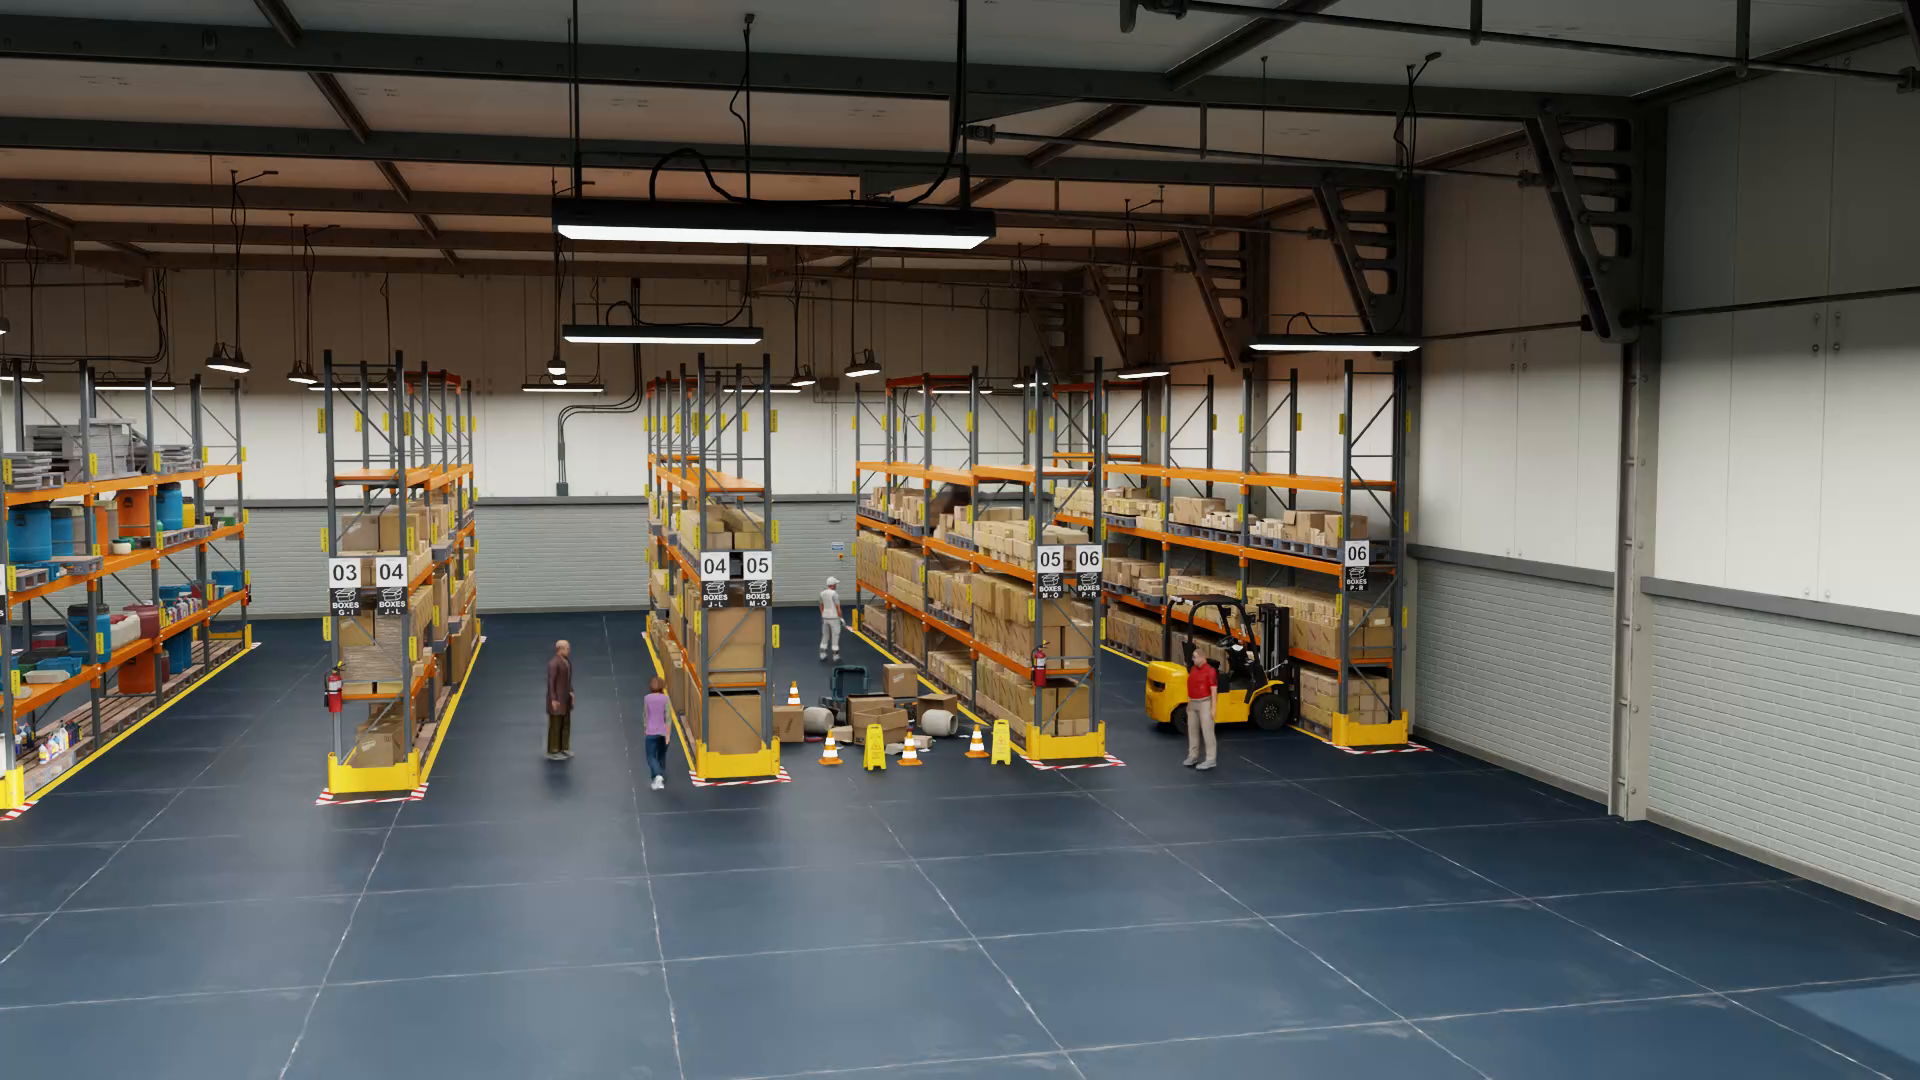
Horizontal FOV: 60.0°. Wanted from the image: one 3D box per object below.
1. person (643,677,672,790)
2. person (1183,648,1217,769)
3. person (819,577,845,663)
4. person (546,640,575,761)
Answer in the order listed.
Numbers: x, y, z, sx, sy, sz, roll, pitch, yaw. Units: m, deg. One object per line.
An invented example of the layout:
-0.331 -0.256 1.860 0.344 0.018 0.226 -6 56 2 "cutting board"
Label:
-4.093 2.642 22.612 0.375 1.572 0.842 -1 4 -20 "person"
3.496 2.443 24.306 0.422 1.733 0.569 -3 5 -35 "person"
-2.707 1.677 35.042 0.616 1.812 0.381 3 5 41 "person"
-5.978 2.385 24.899 0.416 1.798 0.604 1 4 12 "person"
